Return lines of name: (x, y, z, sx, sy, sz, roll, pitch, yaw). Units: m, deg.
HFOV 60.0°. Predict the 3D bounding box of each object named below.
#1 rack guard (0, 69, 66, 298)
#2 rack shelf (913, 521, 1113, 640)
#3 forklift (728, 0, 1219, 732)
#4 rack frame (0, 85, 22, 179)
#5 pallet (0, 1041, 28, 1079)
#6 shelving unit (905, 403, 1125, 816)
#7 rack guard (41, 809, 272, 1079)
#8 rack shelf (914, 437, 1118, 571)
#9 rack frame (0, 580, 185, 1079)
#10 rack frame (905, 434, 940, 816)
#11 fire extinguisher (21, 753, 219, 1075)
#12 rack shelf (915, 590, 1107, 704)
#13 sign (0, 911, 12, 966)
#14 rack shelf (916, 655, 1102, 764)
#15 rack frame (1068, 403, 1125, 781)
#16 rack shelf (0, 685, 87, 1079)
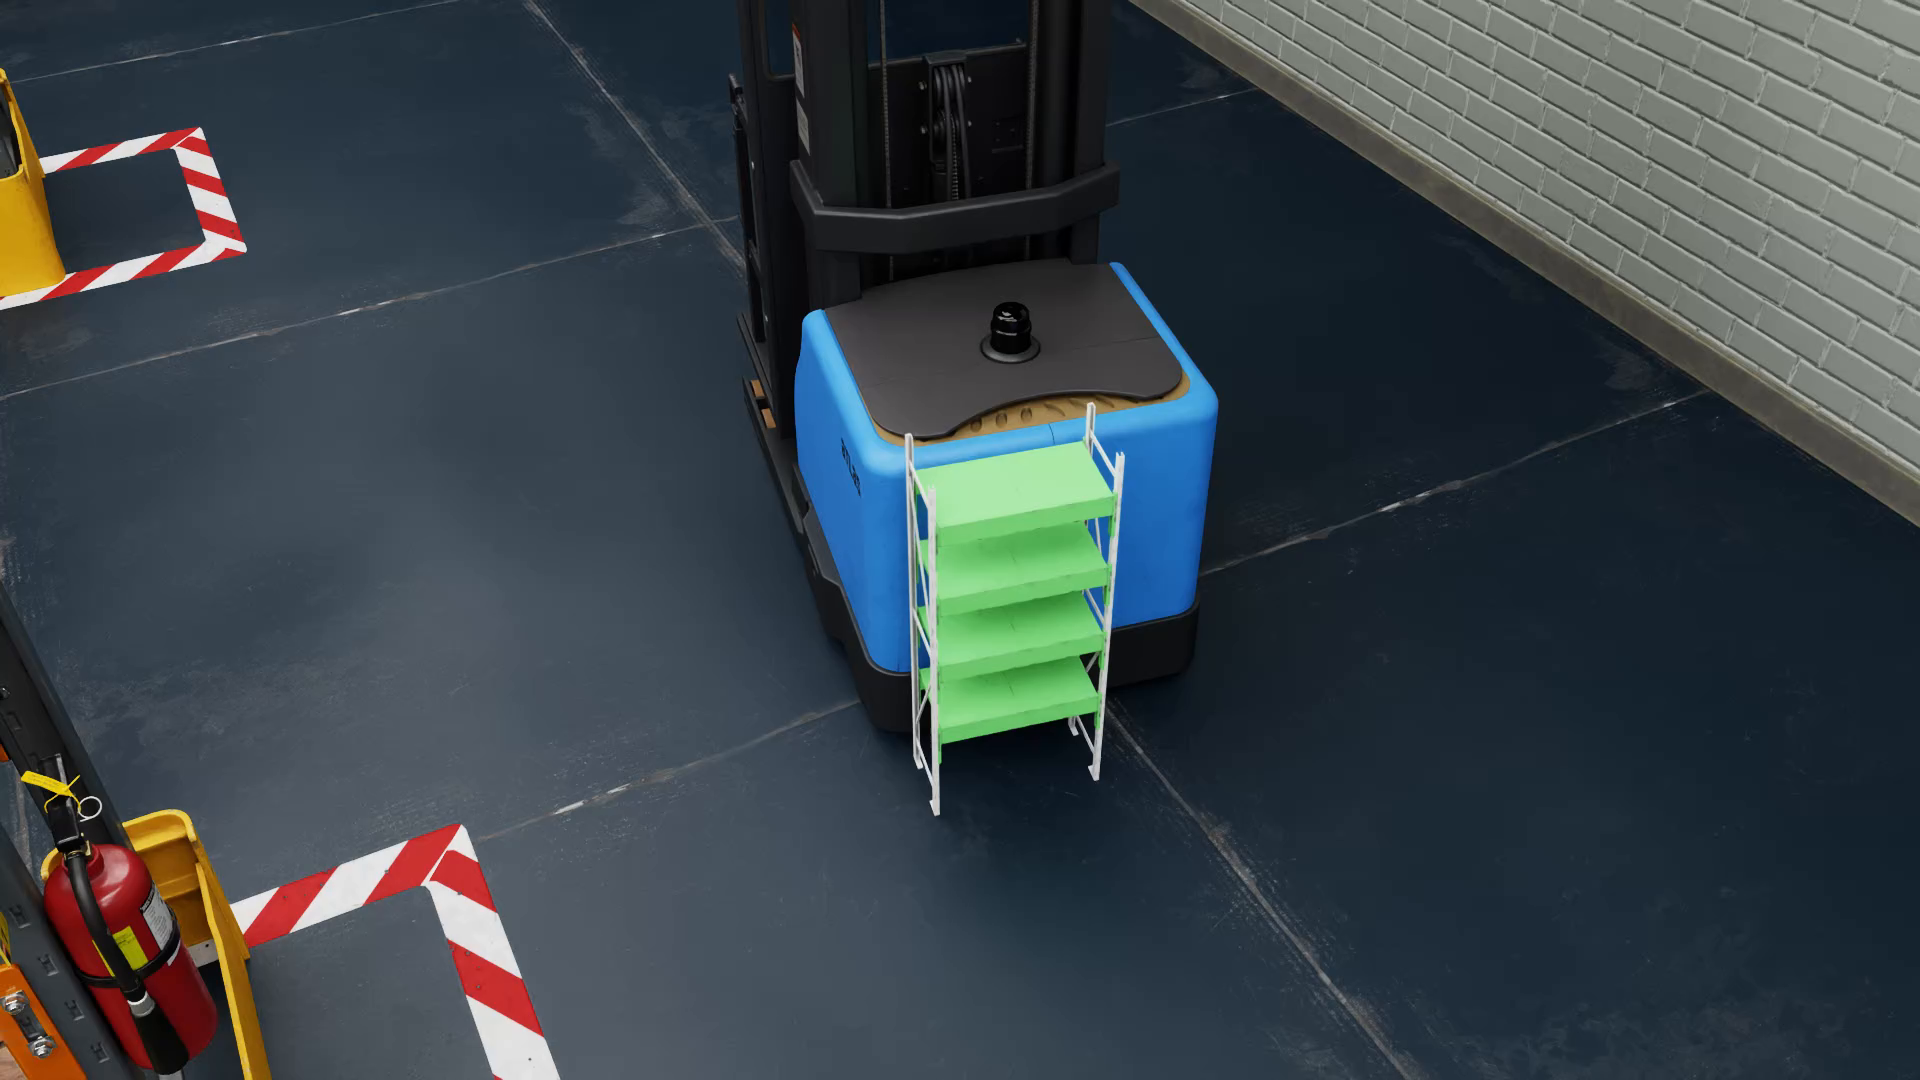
rack guard: (-4.201, -1.563, 7.210, 0.348, 0.500, 1.175, -19, 44, -21)
rack shelf: (0.136, 0.086, 4.447, 0.480, 0.148, 0.258, -10, 41, -12)
forklift: (-0.182, -1.506, 5.261, 1.130, 2.935, 3.031, -11, 41, -13)
rack frame: (-4.134, -2.540, 6.429, 0.127, 3.000, 1.000, -19, 44, -21)
pallet: (-2.598, 1.588, 3.711, 1.213, 0.211, 1.003, -19, 44, -21)
shelving unit: (0.136, 0.221, 4.561, 0.503, 1.200, 0.258, -10, 41, -12)
rack guard: (-1.834, 1.239, 3.899, 0.348, 0.500, 1.175, -19, 44, -21)
rack shelf: (0.136, -0.097, 4.292, 0.480, 0.148, 0.258, -10, 41, -12)
rack frame: (-1.849, 0.299, 3.075, 0.127, 3.000, 1.000, -19, 44, -21)
rack frame: (-0.099, 0.264, 4.509, 0.015, 1.200, 0.240, -10, 41, -12)
fire extinguisher: (-1.505, 0.687, 2.966, 0.183, 0.674, 0.296, -19, 44, -21)
rack shelf: (0.136, 0.269, 4.602, 0.480, 0.148, 0.258, -10, 41, -12)
sign: (-1.580, 0.547, 2.655, 0.005, 0.325, 0.100, -19, 44, -21)
rack shelf: (0.136, 0.453, 4.757, 0.480, 0.148, 0.258, -10, 41, -12)
rack frame: (0.370, 0.177, 4.612, 0.015, 1.200, 0.240, -10, 41, -12)
rack shelf: (-3.623, 1.171, 2.602, 4.000, 0.370, 1.077, -19, 44, -21)
